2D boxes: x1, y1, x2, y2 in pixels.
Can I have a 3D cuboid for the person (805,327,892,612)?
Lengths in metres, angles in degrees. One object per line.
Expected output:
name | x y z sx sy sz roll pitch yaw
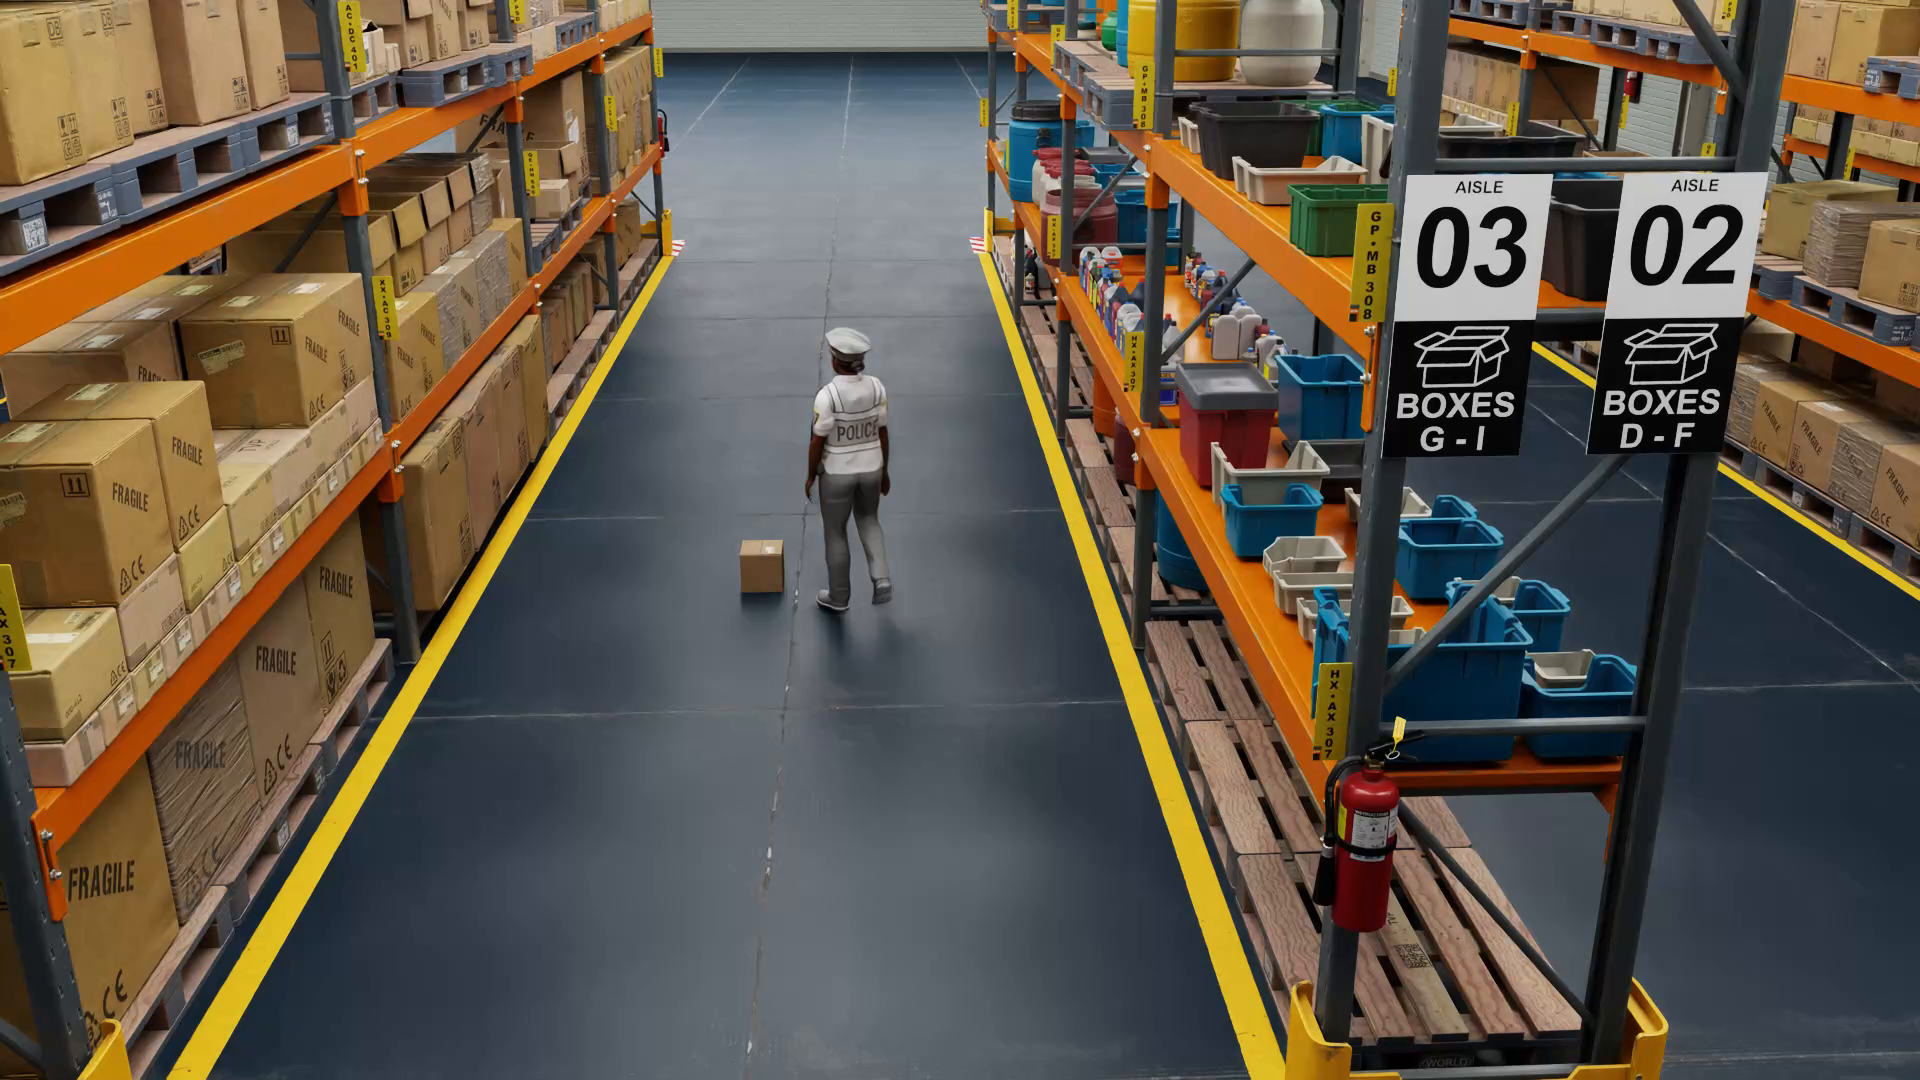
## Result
person | -0.651 -0.387 9.525 0.492 1.699 0.447 -12 23 -28
